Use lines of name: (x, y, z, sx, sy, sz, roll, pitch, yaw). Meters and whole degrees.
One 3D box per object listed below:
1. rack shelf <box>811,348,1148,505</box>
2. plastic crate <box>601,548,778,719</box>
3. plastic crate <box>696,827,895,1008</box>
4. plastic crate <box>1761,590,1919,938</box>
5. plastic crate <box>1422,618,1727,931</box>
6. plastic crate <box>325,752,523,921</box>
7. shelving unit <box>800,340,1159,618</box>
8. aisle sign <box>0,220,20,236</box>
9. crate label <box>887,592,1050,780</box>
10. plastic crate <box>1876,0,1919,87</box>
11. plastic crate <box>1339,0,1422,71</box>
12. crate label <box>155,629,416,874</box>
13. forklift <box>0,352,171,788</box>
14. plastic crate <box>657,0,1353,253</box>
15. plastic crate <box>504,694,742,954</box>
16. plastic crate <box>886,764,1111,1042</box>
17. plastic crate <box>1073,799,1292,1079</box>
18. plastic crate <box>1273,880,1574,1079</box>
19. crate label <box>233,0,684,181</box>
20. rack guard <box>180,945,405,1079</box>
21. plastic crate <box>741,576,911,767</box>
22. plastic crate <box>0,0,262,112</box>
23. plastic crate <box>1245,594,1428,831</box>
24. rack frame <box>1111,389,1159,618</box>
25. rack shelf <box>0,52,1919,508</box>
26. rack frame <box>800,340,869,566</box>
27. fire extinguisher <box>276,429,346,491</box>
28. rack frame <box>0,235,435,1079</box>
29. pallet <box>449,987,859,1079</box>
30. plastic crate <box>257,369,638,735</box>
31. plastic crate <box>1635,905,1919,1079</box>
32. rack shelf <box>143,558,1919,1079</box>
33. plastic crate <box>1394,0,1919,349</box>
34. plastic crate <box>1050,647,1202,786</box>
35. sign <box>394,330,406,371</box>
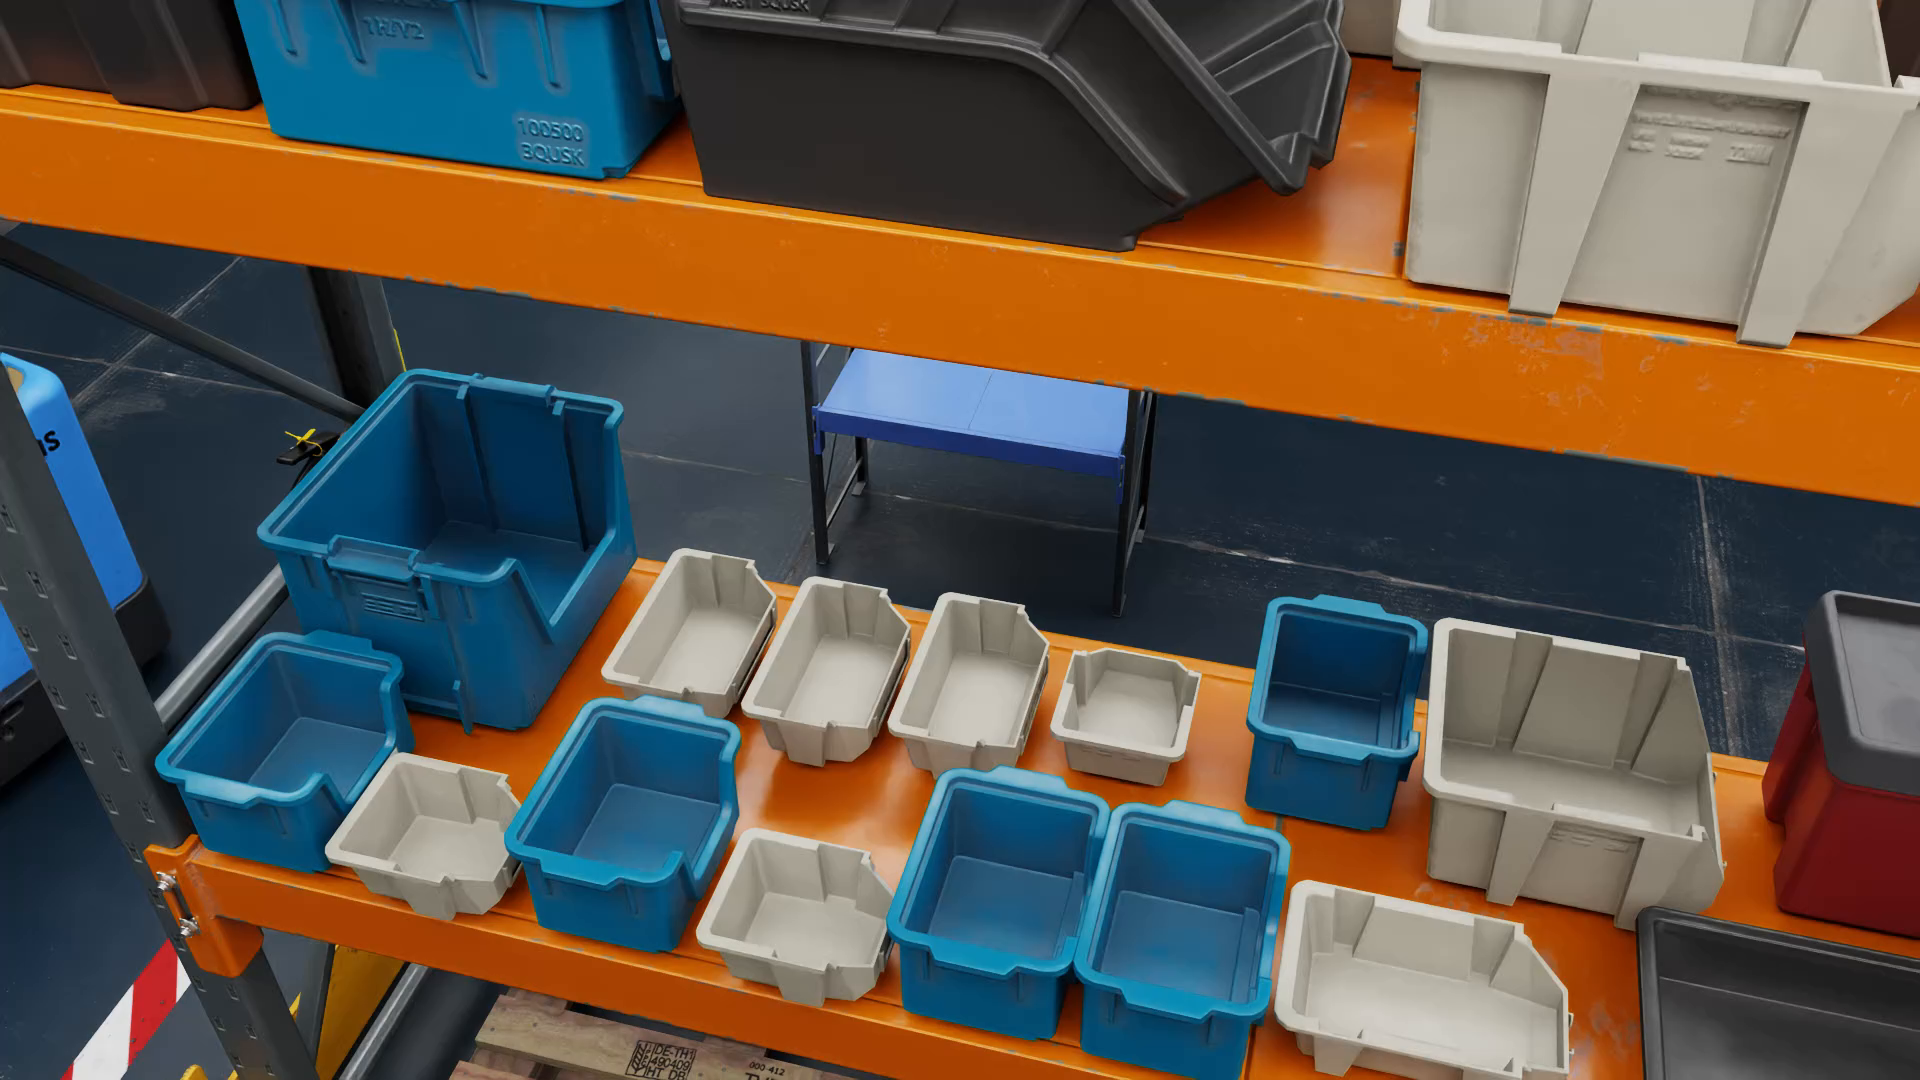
rack shelf: (0.082, -0.422, 5.366, 1.000, 0.185, 0.538, 10, 41, 11)
plastic crate: (-0.522, 0.209, 3.327, 0.243, 0.136, 0.396, 10, 41, 11)
plastic crate: (-0.260, 0.649, 2.804, 0.298, 0.136, 0.250, 10, 41, 11)
plastic crate: (1.709, 0.421, 2.820, 0.583, 0.464, 0.402, 10, 41, 11)
plastic crate: (1.080, 0.427, 2.955, 0.530, 0.282, 0.437, 10, 41, 11)
plastic crate: (-0.915, 0.536, 2.938, 0.298, 0.136, 0.250, 10, 41, 11)
shelving unit: (0.082, -0.560, 5.251, 1.048, 1.500, 0.538, 10, 41, 11)
aisle sign: (-1.503, -0.715, 2.248, 0.004, 0.787, 0.394, 10, 41, 11)
crate label: (0.029, 0.297, 3.222, 0.243, 0.136, 0.396, 10, 41, 11)
plastic crate: (1.378, -0.703, 2.024, 0.590, 0.269, 0.497, 10, 41, 11)
plastic crate: (0.703, -0.751, 2.184, 0.530, 0.136, 0.437, 10, 41, 11)
crate label: (-1.204, 0.394, 3.032, 0.303, 0.233, 0.416, 10, 41, 11)
forklift: (-3.627, -0.068, 3.552, 1.130, 2.935, 3.031, 19, 43, 21)
plastic crate: (0.048, -0.592, 1.839, 0.767, 0.338, 0.504, 10, 41, 11)
plastic crate: (-0.568, 0.504, 2.901, 0.300, 0.233, 0.416, 10, 41, 11)
plastic crate: (0.068, 0.613, 2.771, 0.300, 0.233, 0.416, 10, 41, 11)
plastic crate: (0.358, 0.663, 2.712, 0.300, 0.233, 0.416, 10, 41, 11)
plastic crate: (0.747, 0.748, 2.685, 0.466, 0.136, 0.293, 10, 41, 11)
crate label: (-0.549, -0.630, 1.951, 0.502, 0.251, 0.408, 10, 41, 11)
rack guard: (-1.383, 1.069, 4.088, 0.348, 0.500, 1.175, 10, 41, 11)
plastic crate: (-0.246, 0.266, 3.259, 0.243, 0.136, 0.396, 10, 41, 11)
plastic crate: (-1.057, -0.754, 2.084, 0.590, 0.269, 0.497, 10, 41, 11)
plastic crate: (0.693, 0.331, 3.107, 0.300, 0.233, 0.416, 10, 41, 11)
rack frame: (0.573, -0.476, 5.150, 0.032, 1.500, 0.500, 10, 41, 11)
rack shelf: (0.575, -0.433, 2.160, 4.000, 0.370, 1.077, 10, 41, 11)
rack frame: (-0.409, -0.645, 5.351, 0.032, 1.500, 0.500, 10, 41, 11)
fire extinguisher: (-1.385, -0.027, 3.800, 0.183, 0.674, 0.296, 10, 41, 11)
rack frame: (-1.357, 0.108, 3.289, 0.127, 3.000, 1.000, 10, 41, 11)
pallet: (-0.570, 1.337, 3.994, 1.213, 0.211, 1.003, 10, 41, 11)
plastic crate: (-0.985, 0.011, 3.331, 0.499, 0.435, 0.616, 10, 41, 11)
plastic crate: (1.356, 0.836, 2.590, 0.590, 0.125, 0.437, 10, 41, 11)
rack shelf: (0.575, 0.716, 3.125, 4.000, 0.370, 1.077, 10, 41, 11)
plastic crate: (0.704, -0.435, 1.696, 0.530, 0.282, 0.437, 10, 41, 11)
plastic crate: (0.320, 0.335, 3.177, 0.250, 0.136, 0.298, 10, 41, 11)
sign: (-1.230, -0.299, 3.647, 0.005, 0.325, 0.100, 10, 41, 11)
